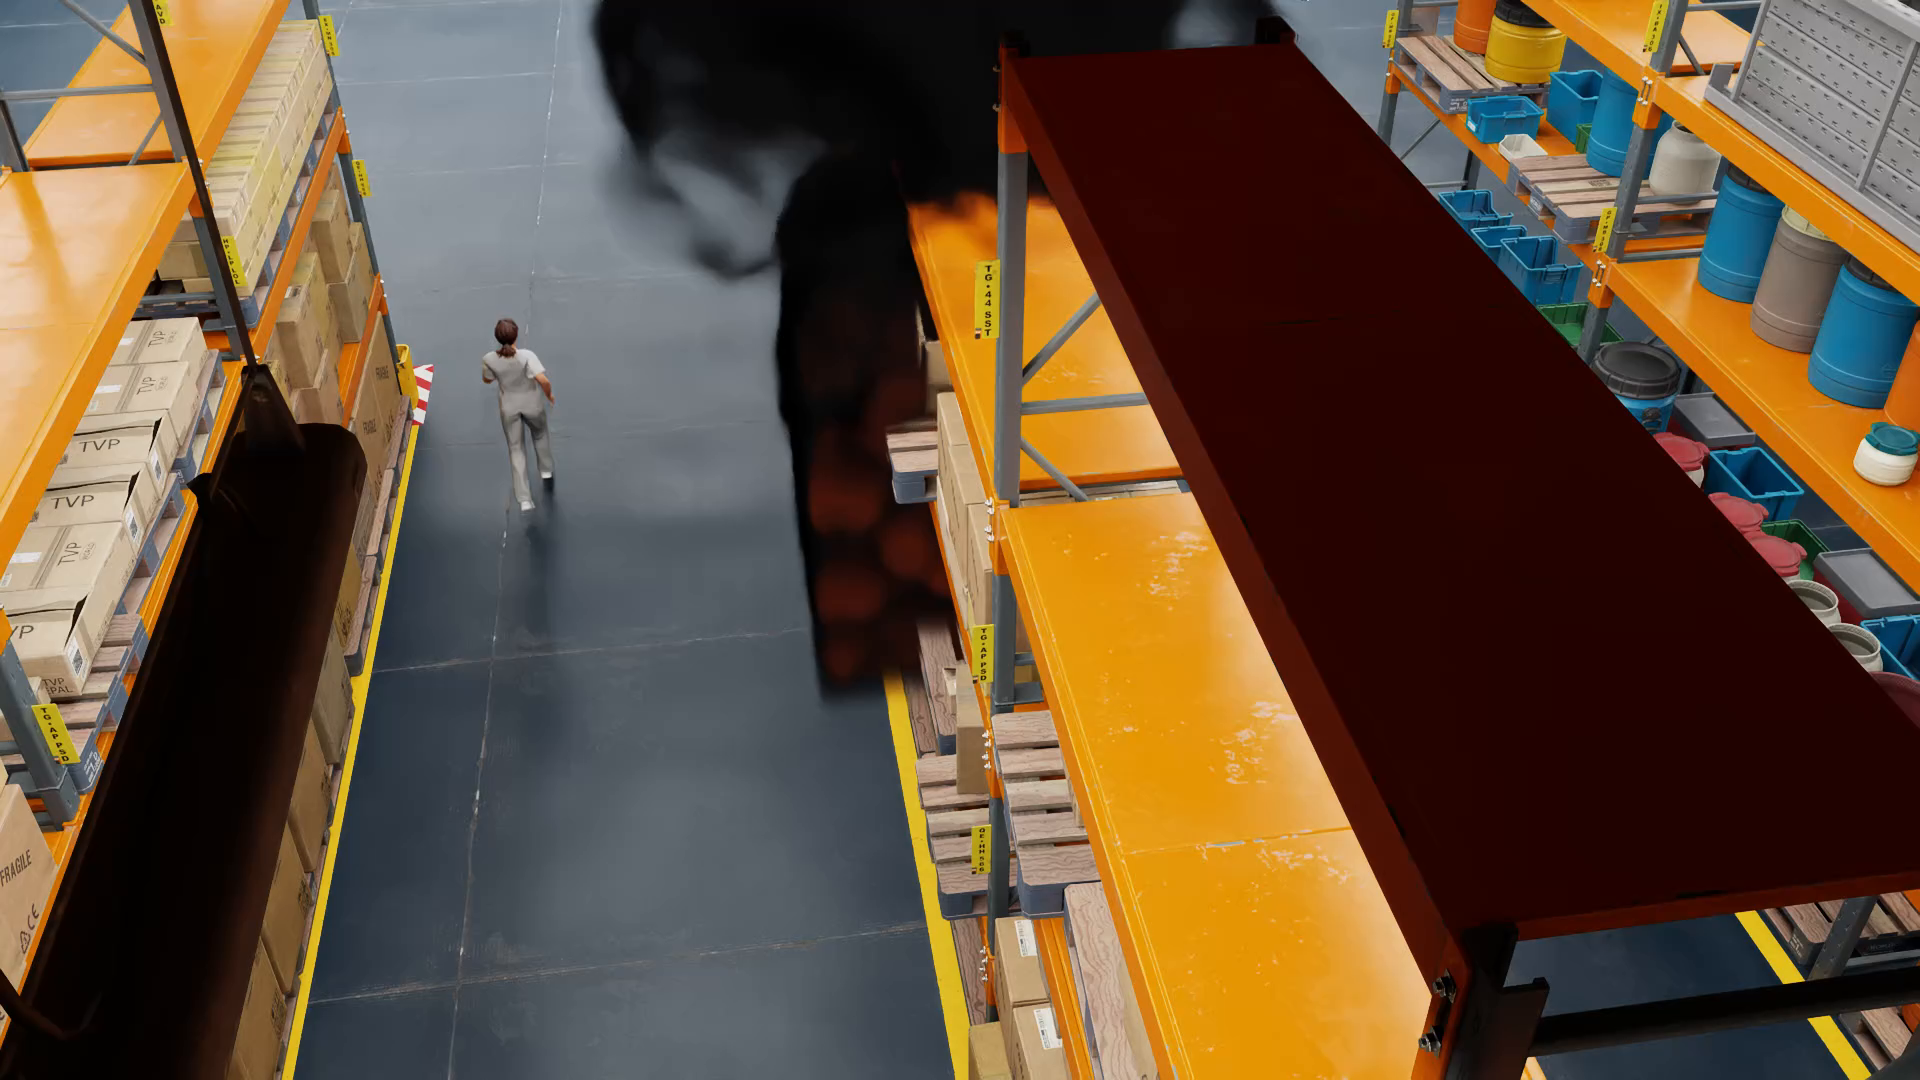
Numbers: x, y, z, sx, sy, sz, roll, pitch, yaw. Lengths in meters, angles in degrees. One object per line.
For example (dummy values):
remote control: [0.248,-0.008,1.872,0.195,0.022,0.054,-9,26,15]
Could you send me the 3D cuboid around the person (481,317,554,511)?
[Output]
person: [-3.530,-1.047,13.421,0.554,1.681,0.899,-6,37,-8]
